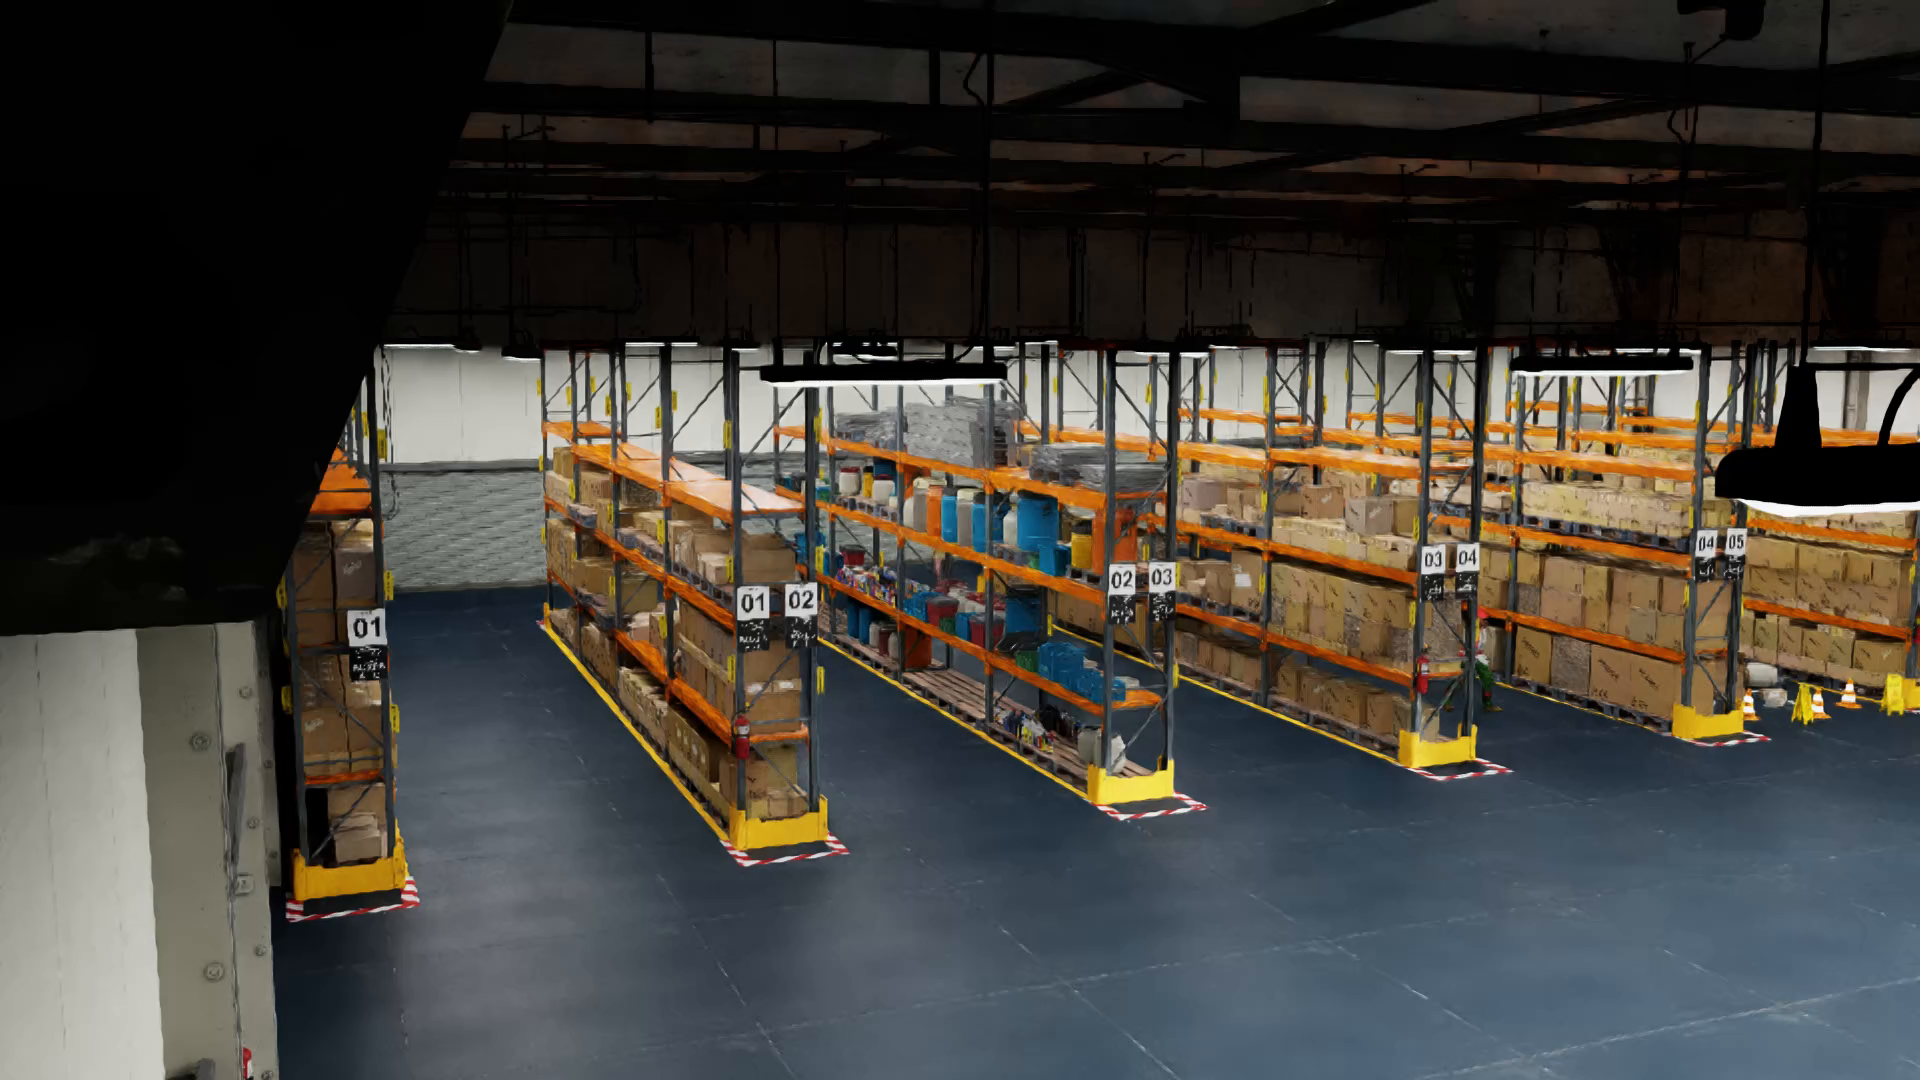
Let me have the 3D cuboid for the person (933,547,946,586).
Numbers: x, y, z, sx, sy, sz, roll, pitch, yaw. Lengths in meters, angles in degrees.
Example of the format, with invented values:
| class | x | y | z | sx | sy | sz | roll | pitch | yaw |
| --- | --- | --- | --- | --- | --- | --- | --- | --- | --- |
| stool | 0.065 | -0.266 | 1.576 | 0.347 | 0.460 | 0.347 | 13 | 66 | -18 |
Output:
| class | x | y | z | sx | sy | sz | roll | pitch | yaw |
| --- | --- | --- | --- | --- | --- | --- | --- | --- | --- |
| person | -0.402 | 0.400 | 39.488 | 0.491 | 1.610 | 0.954 | 0 | 7 | -1 |

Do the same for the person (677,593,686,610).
| class | x | y | z | sx | sy | sz | roll | pitch | yaw |
| --- | --- | --- | --- | --- | --- | --- | --- | --- | --- |
| person | -5.350 | 1.299 | 32.483 | 0.502 | 1.624 | 0.980 | -3 | 8 | -23 |

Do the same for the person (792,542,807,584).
| class | x | y | z | sx | sy | sz | roll | pitch | yaw |
| --- | --- | --- | --- | --- | --- | --- | --- | --- | --- |
| person | -3.496 | 0.850 | 35.642 | 0.495 | 1.630 | 0.962 | 0 | 7 | 0 |

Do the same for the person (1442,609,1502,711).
| class | x | y | z | sx | sy | sz | roll | pitch | yaw |
| --- | --- | --- | --- | --- | --- | --- | --- | --- | --- |
| person | 8.349 | 1.948 | 27.130 | 0.675 | 1.720 | 0.842 | -6 | 9 | -38 |
